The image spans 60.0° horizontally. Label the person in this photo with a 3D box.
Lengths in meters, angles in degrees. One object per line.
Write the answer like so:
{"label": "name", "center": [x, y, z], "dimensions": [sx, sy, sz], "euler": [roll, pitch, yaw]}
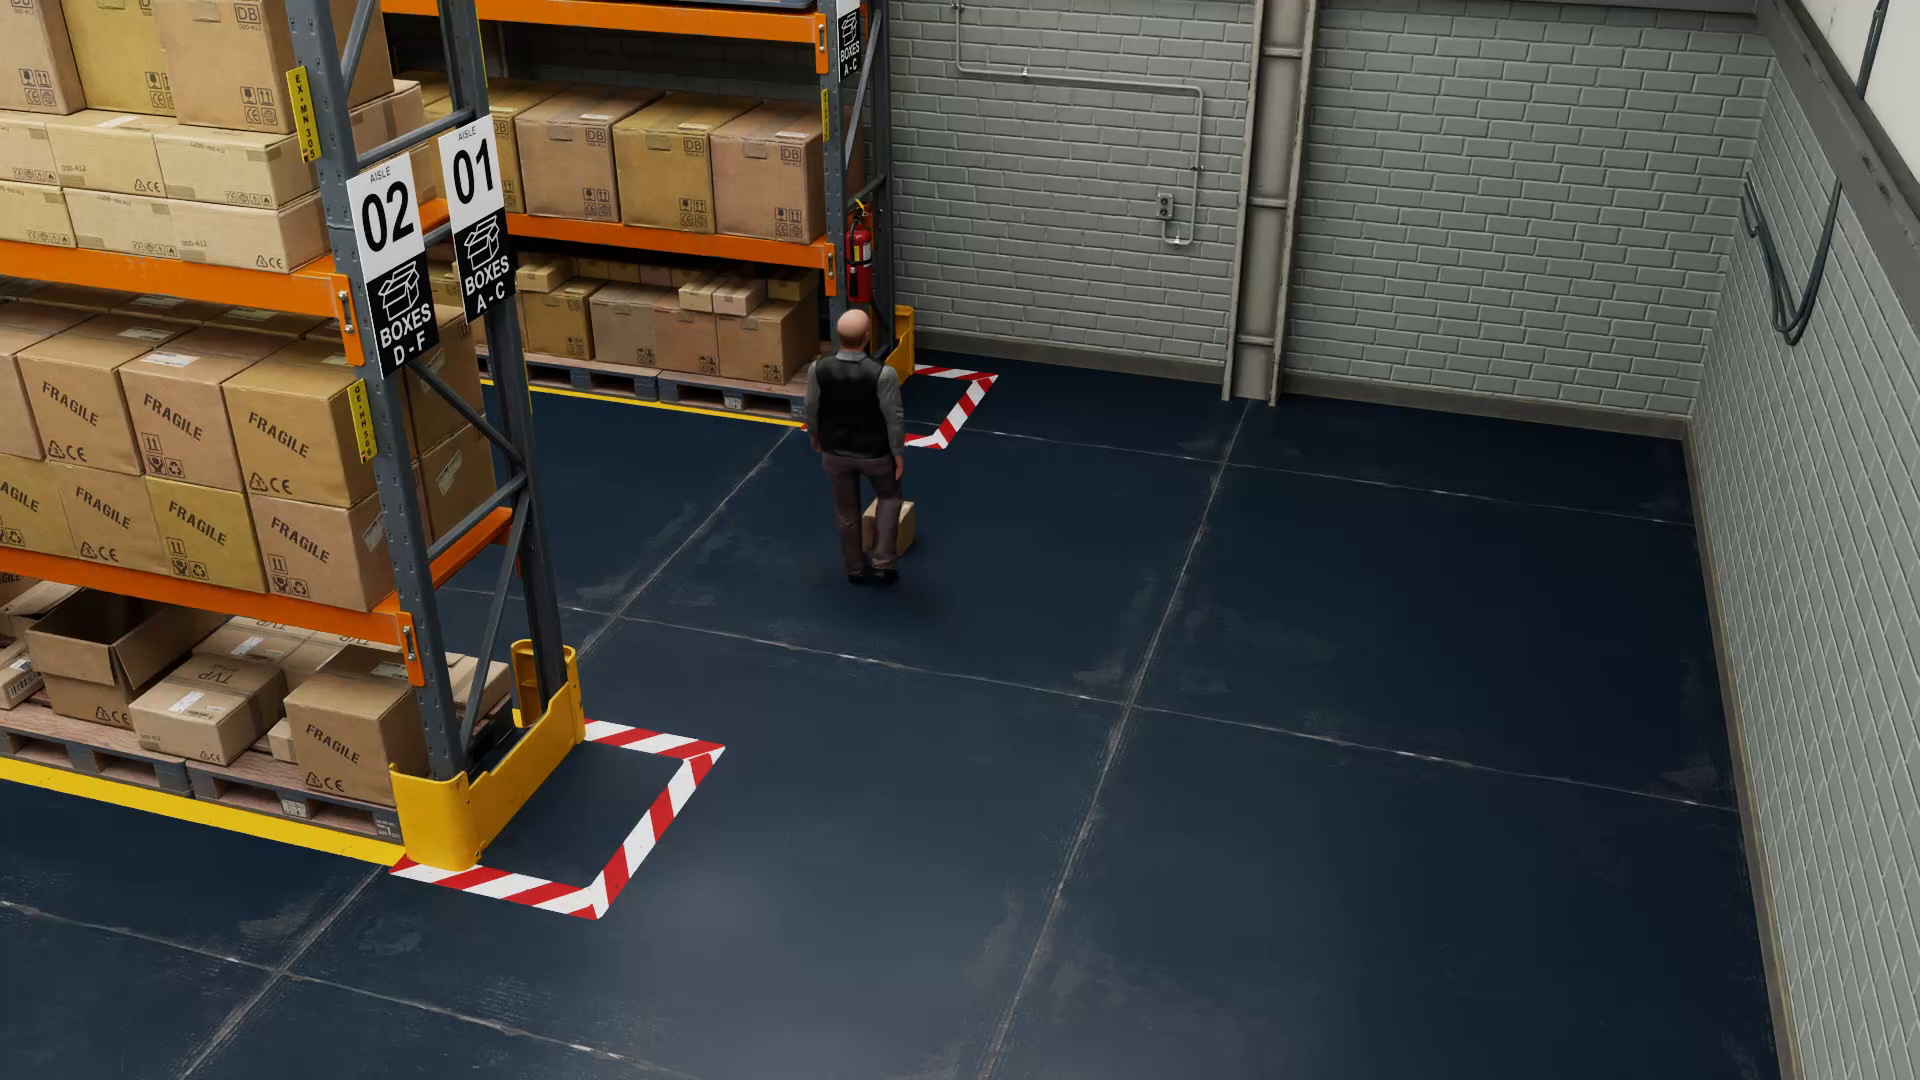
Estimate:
{"label": "person", "center": [-0.586, -0.513, 9.472], "dimensions": [0.595, 1.745, 0.456], "euler": [4, 29, 7]}
